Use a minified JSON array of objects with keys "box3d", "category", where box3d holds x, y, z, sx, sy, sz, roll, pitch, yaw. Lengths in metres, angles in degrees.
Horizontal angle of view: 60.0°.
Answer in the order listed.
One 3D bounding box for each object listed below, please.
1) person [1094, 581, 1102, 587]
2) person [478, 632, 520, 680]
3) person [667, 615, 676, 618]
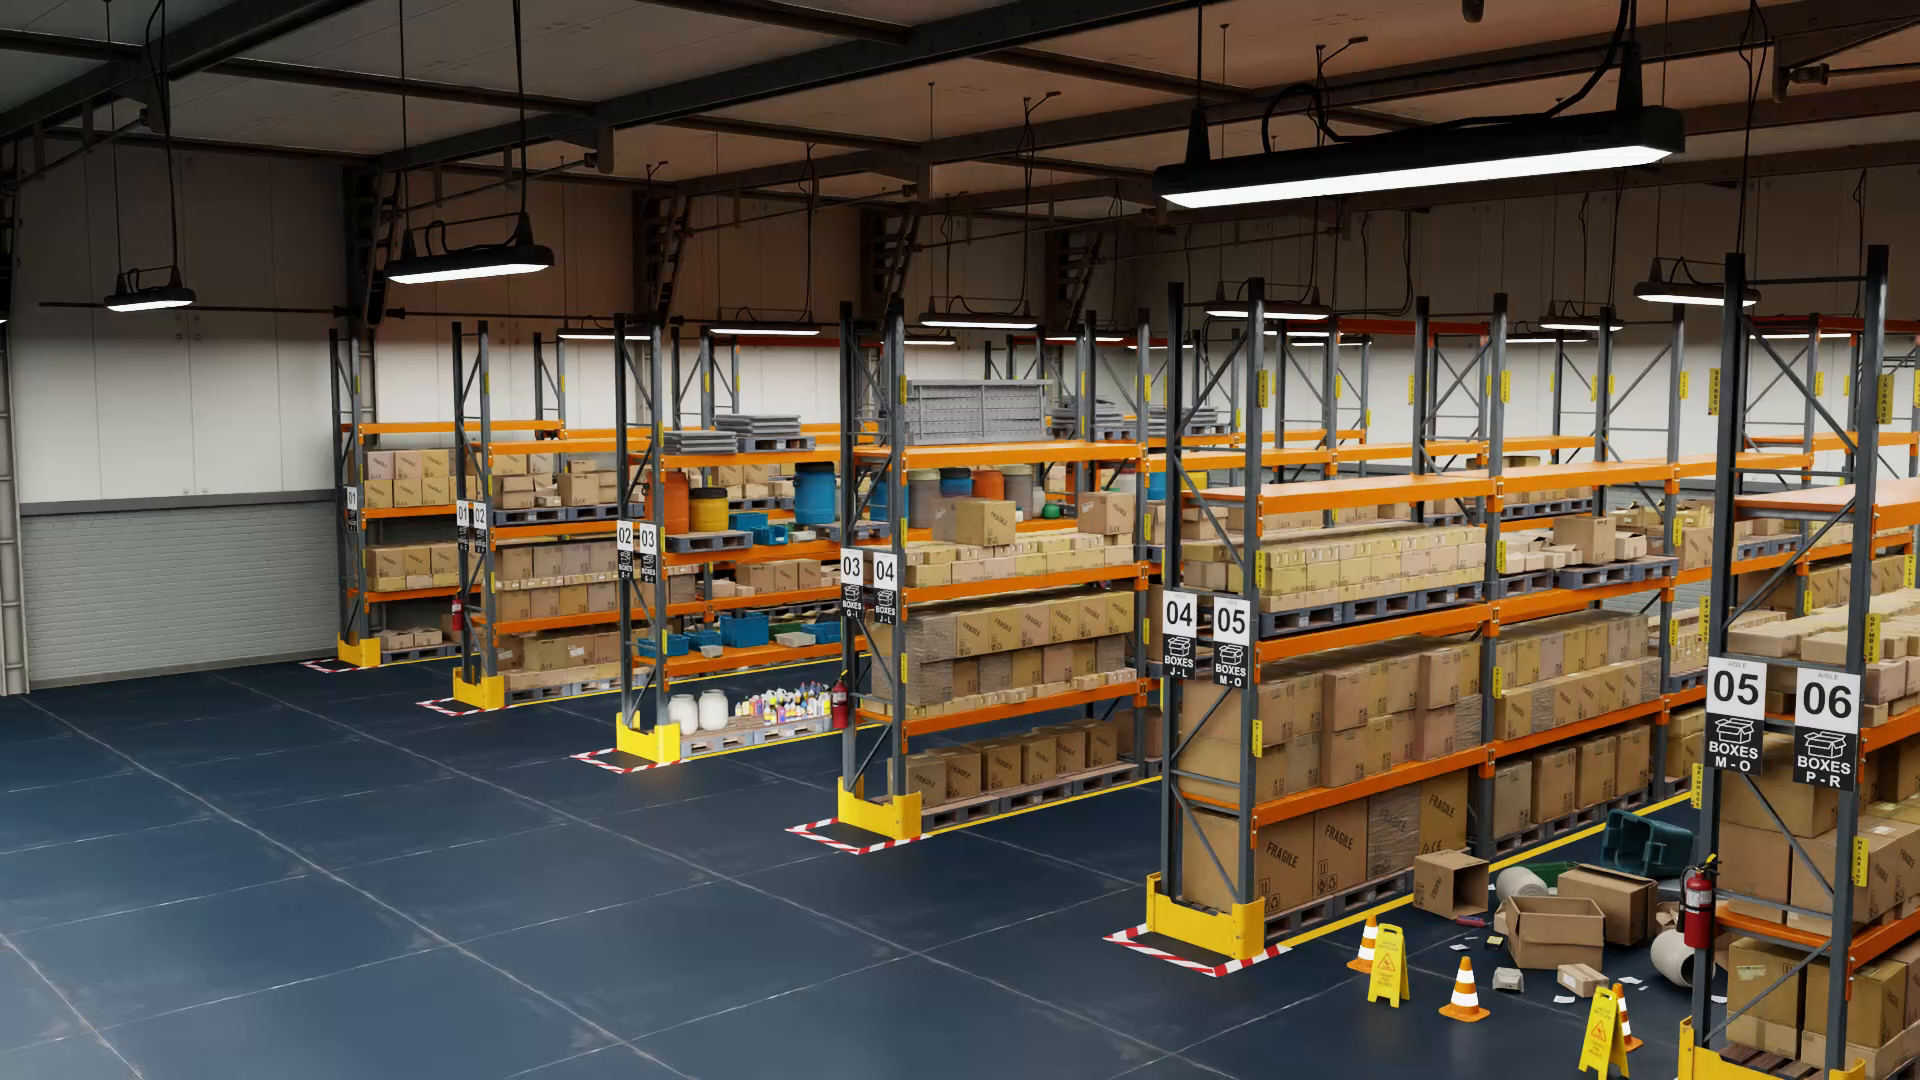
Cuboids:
[{"box3d":[2.611,1.042,32.943,0.567,1.739,1.009,6,8,44],"category":"person"},{"box3d":[-7.821,1.551,28.277,0.451,1.606,1.009,4,7,32],"category":"person"},{"box3d":[-5.760,1.158,32.590,0.448,1.579,0.450,-2,6,-17],"category":"person"}]
